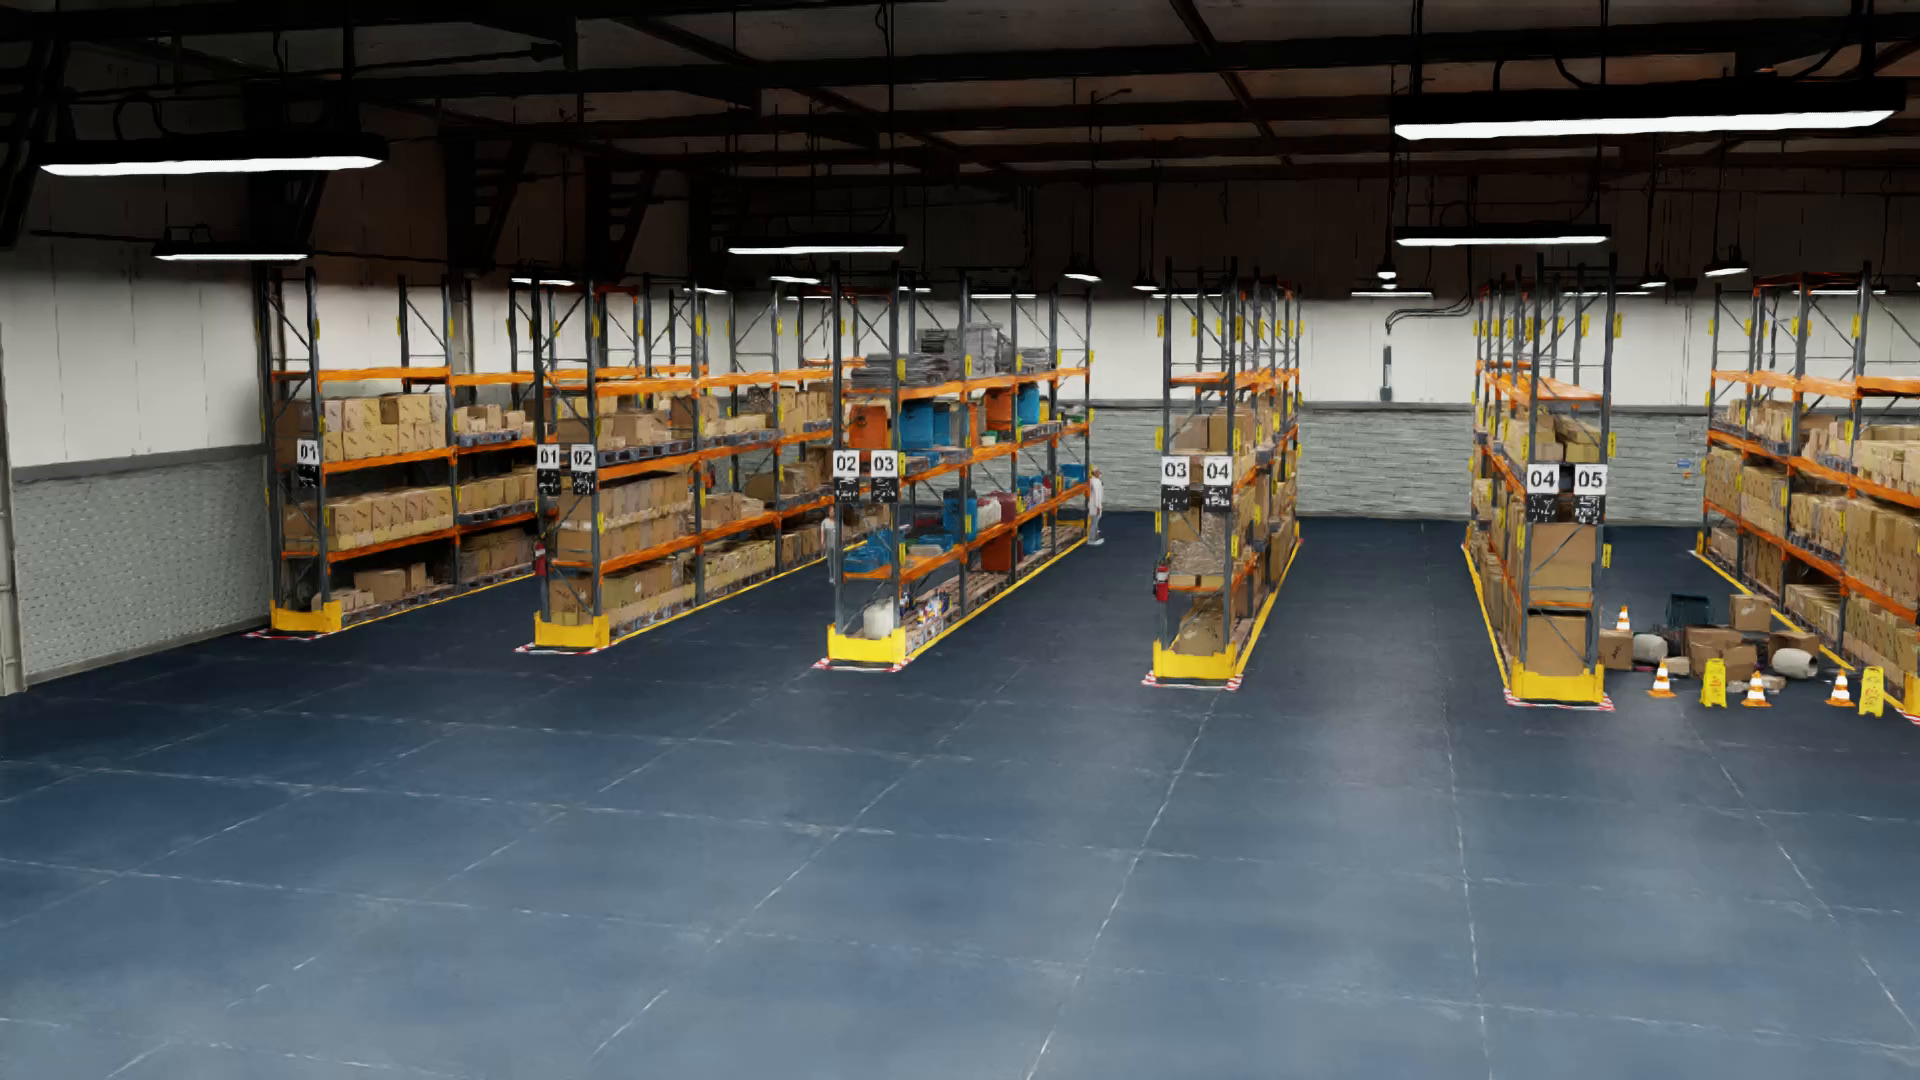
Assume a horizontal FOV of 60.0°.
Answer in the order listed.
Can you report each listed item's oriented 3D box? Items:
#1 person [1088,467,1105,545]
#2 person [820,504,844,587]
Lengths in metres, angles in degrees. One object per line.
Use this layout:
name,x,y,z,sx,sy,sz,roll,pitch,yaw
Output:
person,3.184,-0.810,38.684,0.445,1.783,0.672,0,7,-2
person,-2.493,0.087,32.409,0.444,1.604,1.018,1,7,6
